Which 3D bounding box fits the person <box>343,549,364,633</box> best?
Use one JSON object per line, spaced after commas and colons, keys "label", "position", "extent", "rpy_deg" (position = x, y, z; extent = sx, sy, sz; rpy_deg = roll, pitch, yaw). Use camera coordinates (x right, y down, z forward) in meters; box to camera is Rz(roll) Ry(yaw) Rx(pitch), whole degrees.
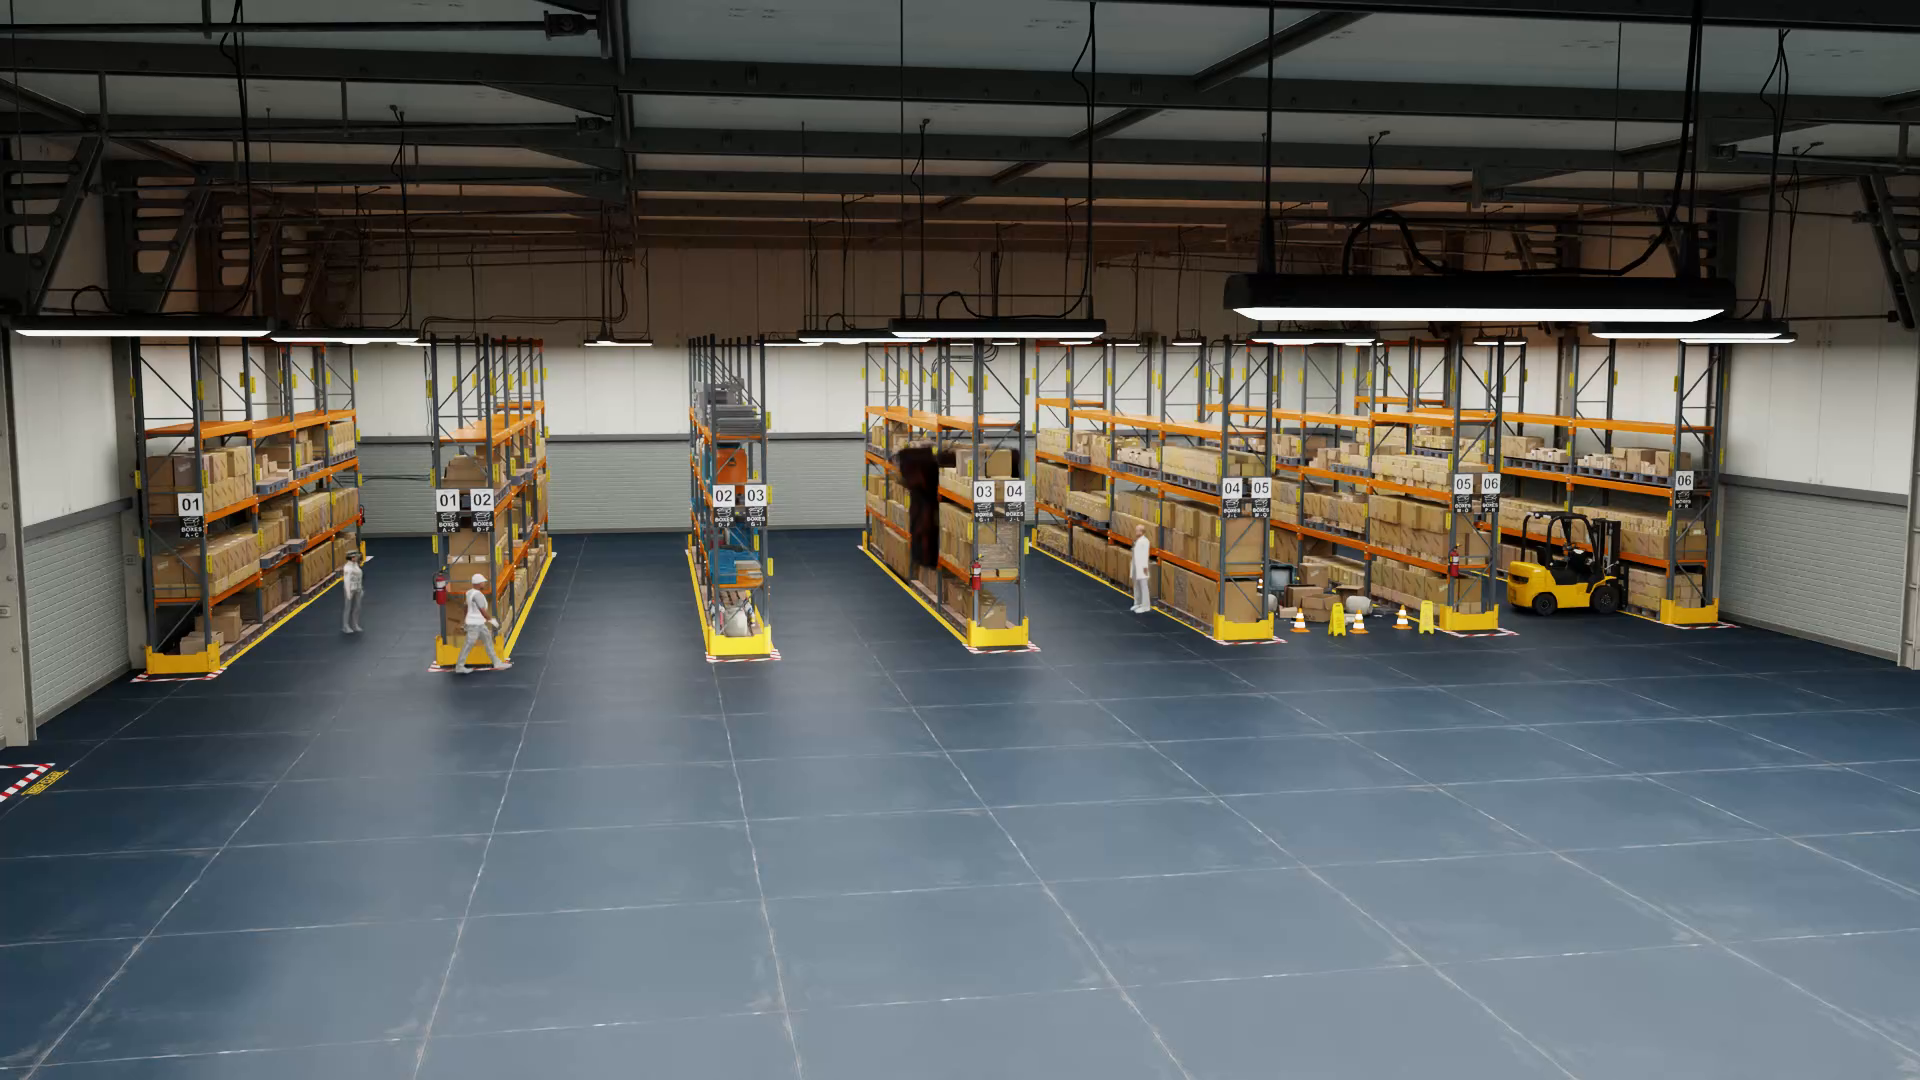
{"label": "person", "position": [-12.309, 1.029, 33.715], "extent": [0.372, 1.689, 0.514], "rpy_deg": [3, 7, 24]}

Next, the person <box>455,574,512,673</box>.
{"label": "person", "position": [-8.437, 1.462, 29.365], "extent": [0.971, 1.735, 0.547], "rpy_deg": [-2, 7, -18]}

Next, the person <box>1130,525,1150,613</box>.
{"label": "person", "position": [3.704, 0.582, 34.562], "extent": [0.431, 1.790, 0.602], "rpy_deg": [-3, 7, -27]}
